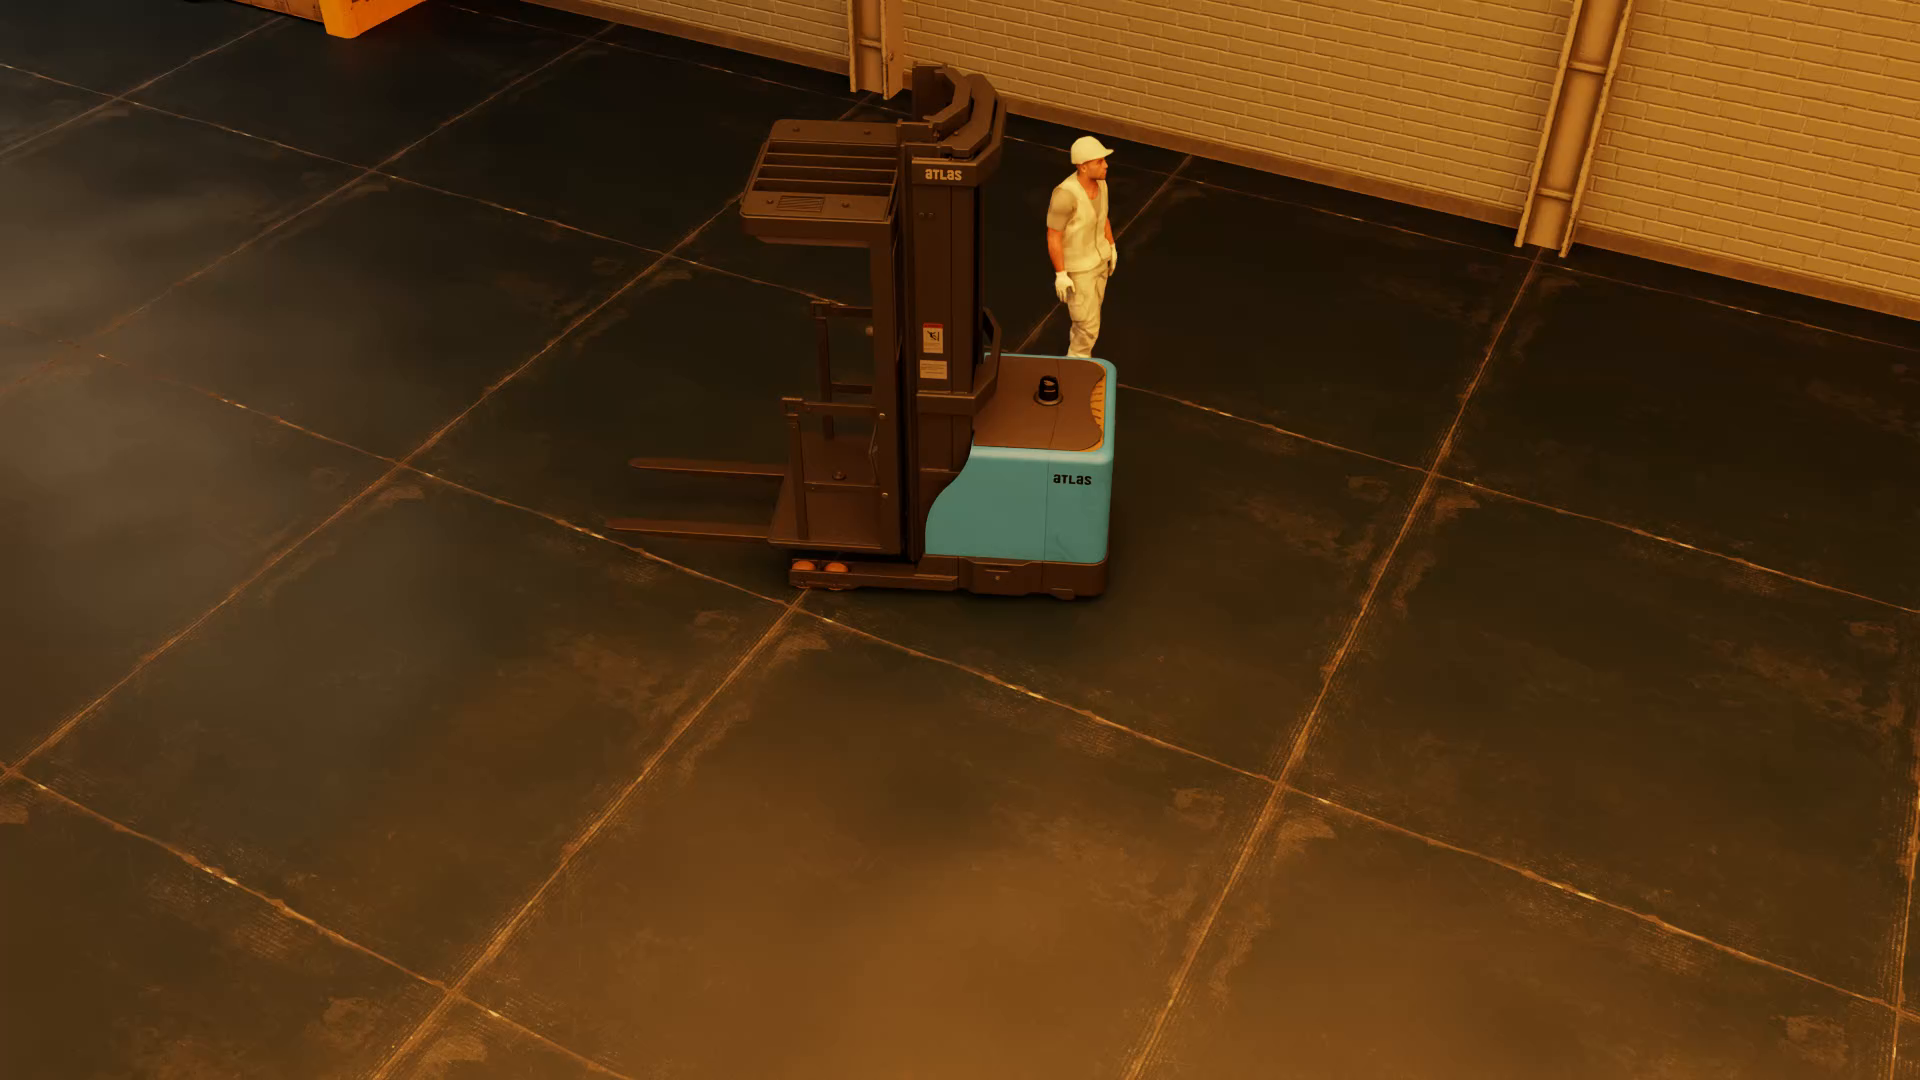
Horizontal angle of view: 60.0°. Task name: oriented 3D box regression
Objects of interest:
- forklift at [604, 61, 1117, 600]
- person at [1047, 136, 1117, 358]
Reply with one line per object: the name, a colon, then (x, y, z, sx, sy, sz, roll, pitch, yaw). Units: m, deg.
forklift: (-0.606, -1.157, 9.360, 3.031, 2.935, 1.130, 3, 40, 4)
person: (0.880, -1.781, 10.976, 0.560, 1.788, 0.638, 27, 47, 28)
